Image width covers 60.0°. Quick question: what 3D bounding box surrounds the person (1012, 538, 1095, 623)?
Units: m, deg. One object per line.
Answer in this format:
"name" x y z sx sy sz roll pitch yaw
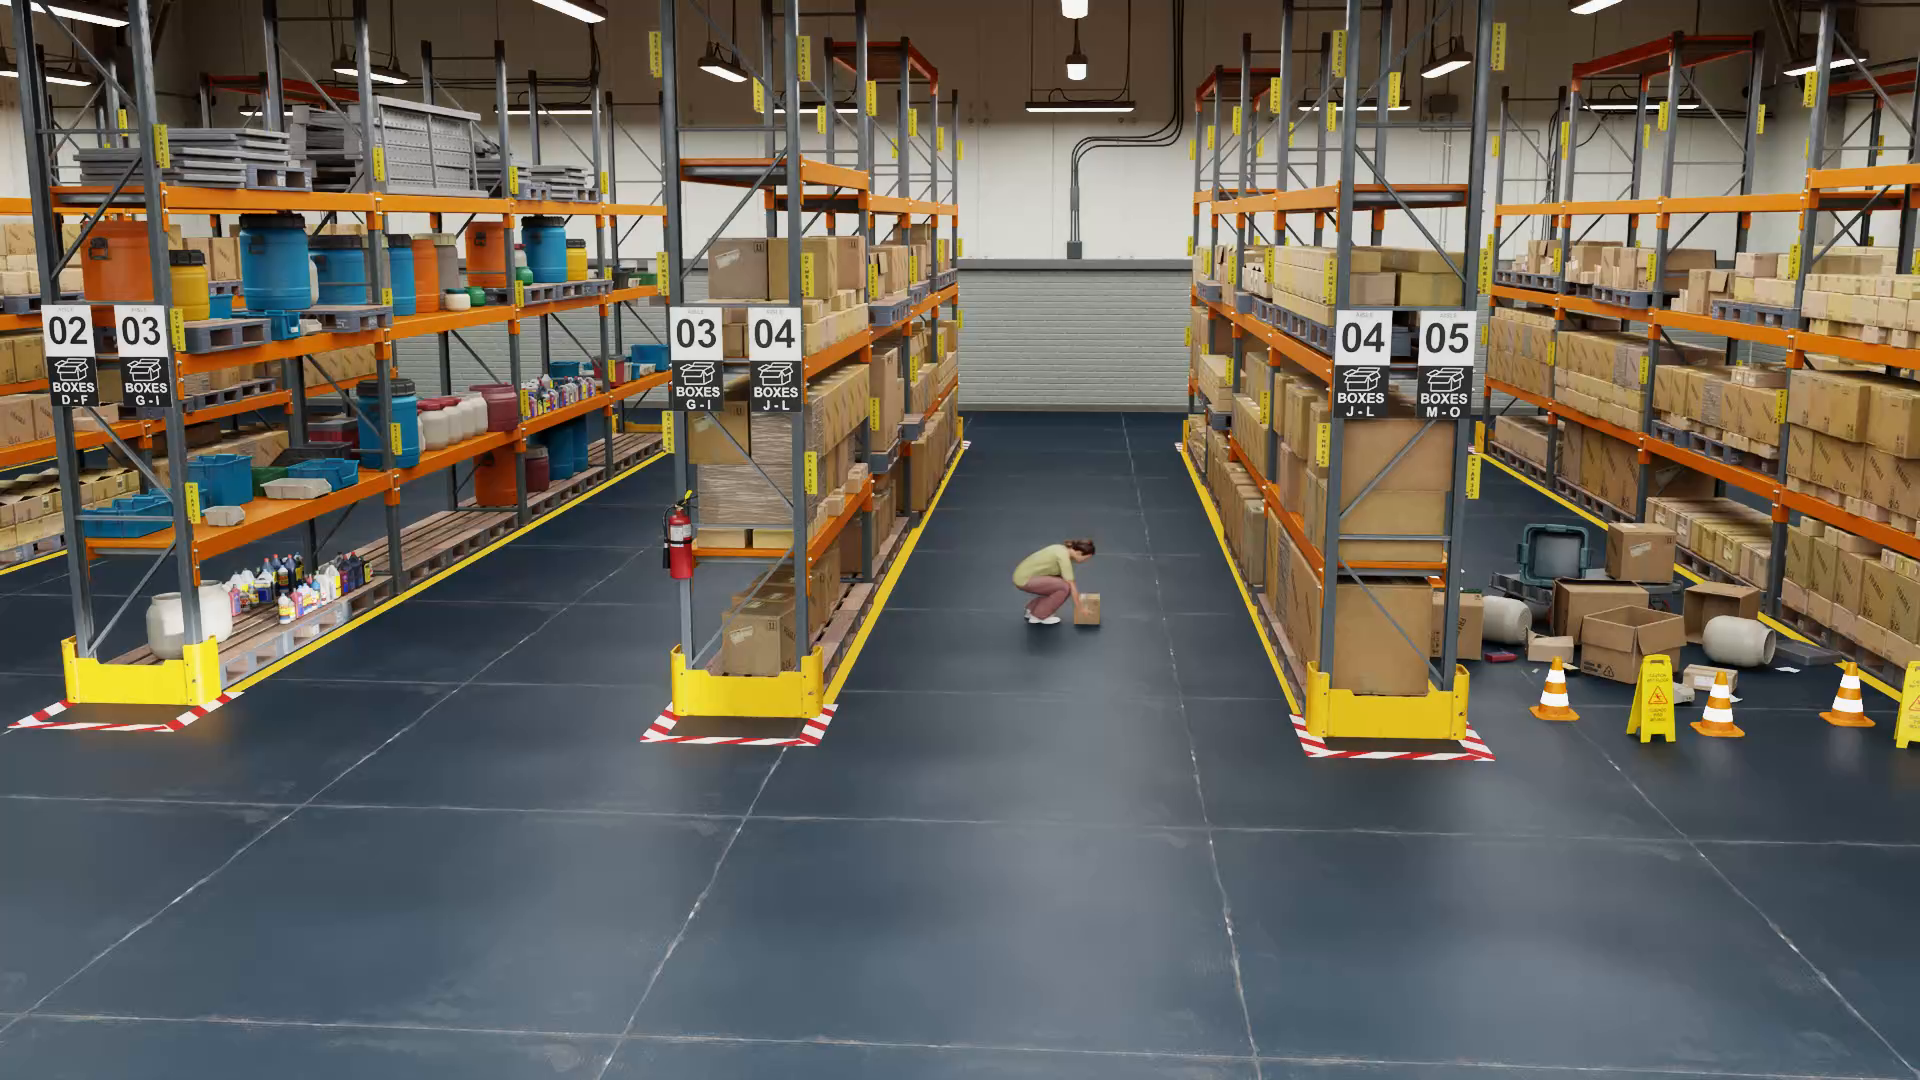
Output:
"person" 0.911 0.388 16.197 0.803 0.820 0.471 1 11 4
